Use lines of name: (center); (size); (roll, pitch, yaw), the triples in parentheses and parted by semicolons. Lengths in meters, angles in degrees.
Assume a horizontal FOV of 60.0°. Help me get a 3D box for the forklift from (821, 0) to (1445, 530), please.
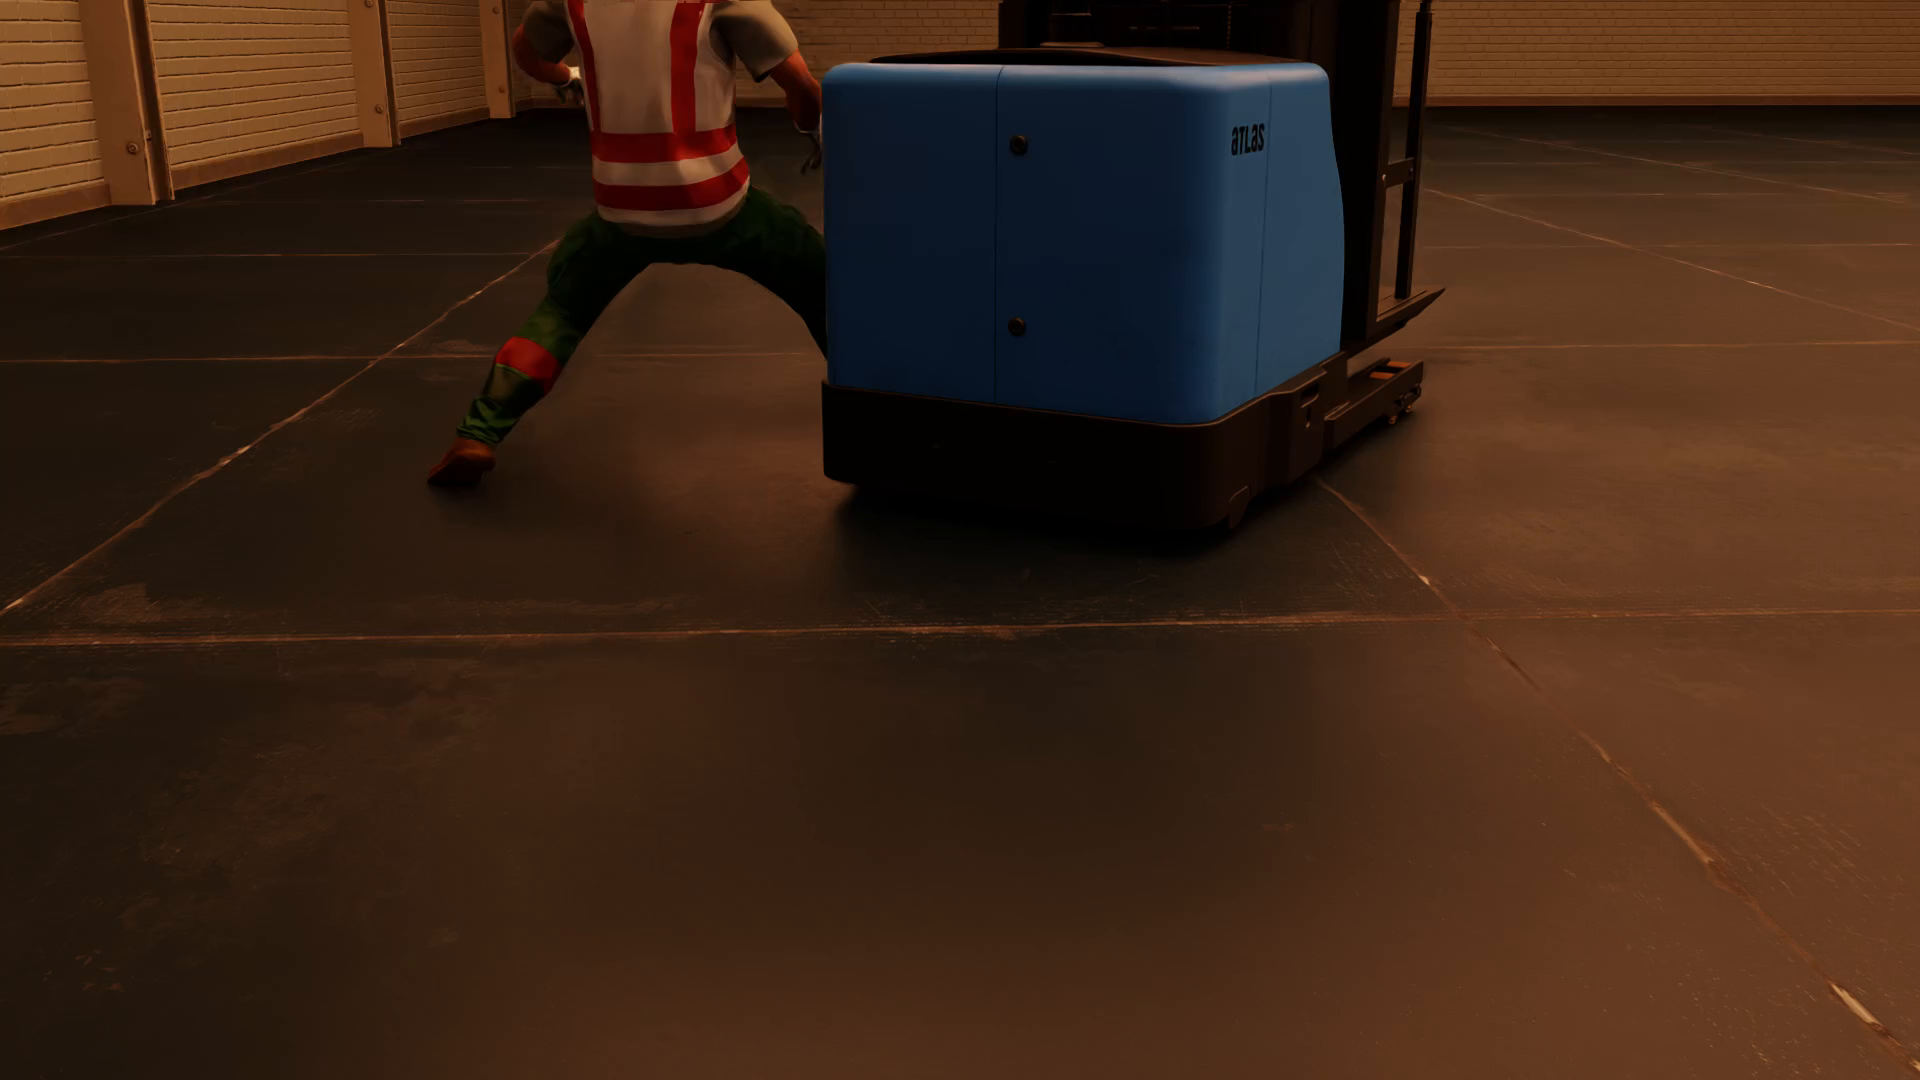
forklift: (0.805, -1.806, 4.810); (1.130, 2.935, 3.031); (9, 19, 27)

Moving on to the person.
person: (-0.734, -0.958, 4.390); (1.227, 1.591, 0.976); (5, 18, 16)
